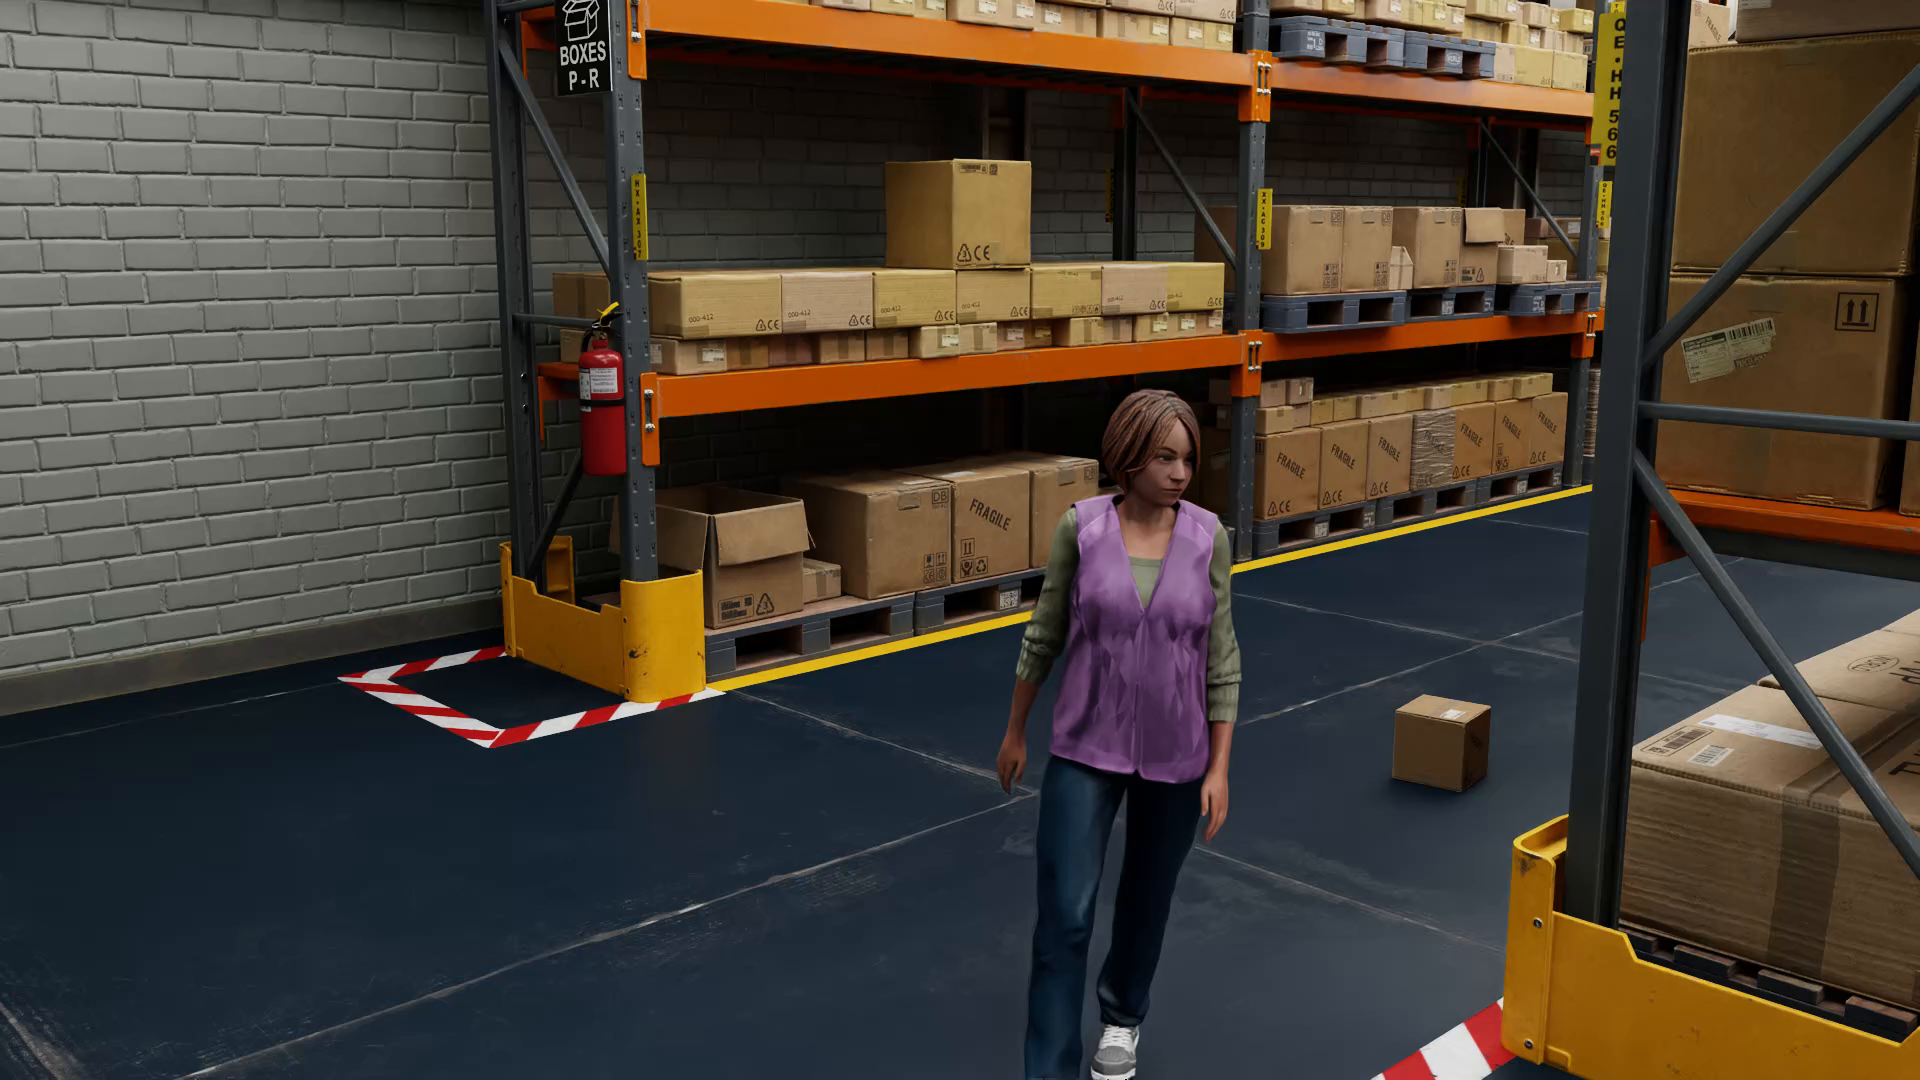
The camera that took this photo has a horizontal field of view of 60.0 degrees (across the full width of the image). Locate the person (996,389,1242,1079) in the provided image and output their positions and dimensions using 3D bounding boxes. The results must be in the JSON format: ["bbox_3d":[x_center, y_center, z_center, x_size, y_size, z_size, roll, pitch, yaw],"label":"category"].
[{"bbox_3d":[0.335,0.479,3.411,0.502,1.559,0.812,0,11,-1],"label":"person"}]
